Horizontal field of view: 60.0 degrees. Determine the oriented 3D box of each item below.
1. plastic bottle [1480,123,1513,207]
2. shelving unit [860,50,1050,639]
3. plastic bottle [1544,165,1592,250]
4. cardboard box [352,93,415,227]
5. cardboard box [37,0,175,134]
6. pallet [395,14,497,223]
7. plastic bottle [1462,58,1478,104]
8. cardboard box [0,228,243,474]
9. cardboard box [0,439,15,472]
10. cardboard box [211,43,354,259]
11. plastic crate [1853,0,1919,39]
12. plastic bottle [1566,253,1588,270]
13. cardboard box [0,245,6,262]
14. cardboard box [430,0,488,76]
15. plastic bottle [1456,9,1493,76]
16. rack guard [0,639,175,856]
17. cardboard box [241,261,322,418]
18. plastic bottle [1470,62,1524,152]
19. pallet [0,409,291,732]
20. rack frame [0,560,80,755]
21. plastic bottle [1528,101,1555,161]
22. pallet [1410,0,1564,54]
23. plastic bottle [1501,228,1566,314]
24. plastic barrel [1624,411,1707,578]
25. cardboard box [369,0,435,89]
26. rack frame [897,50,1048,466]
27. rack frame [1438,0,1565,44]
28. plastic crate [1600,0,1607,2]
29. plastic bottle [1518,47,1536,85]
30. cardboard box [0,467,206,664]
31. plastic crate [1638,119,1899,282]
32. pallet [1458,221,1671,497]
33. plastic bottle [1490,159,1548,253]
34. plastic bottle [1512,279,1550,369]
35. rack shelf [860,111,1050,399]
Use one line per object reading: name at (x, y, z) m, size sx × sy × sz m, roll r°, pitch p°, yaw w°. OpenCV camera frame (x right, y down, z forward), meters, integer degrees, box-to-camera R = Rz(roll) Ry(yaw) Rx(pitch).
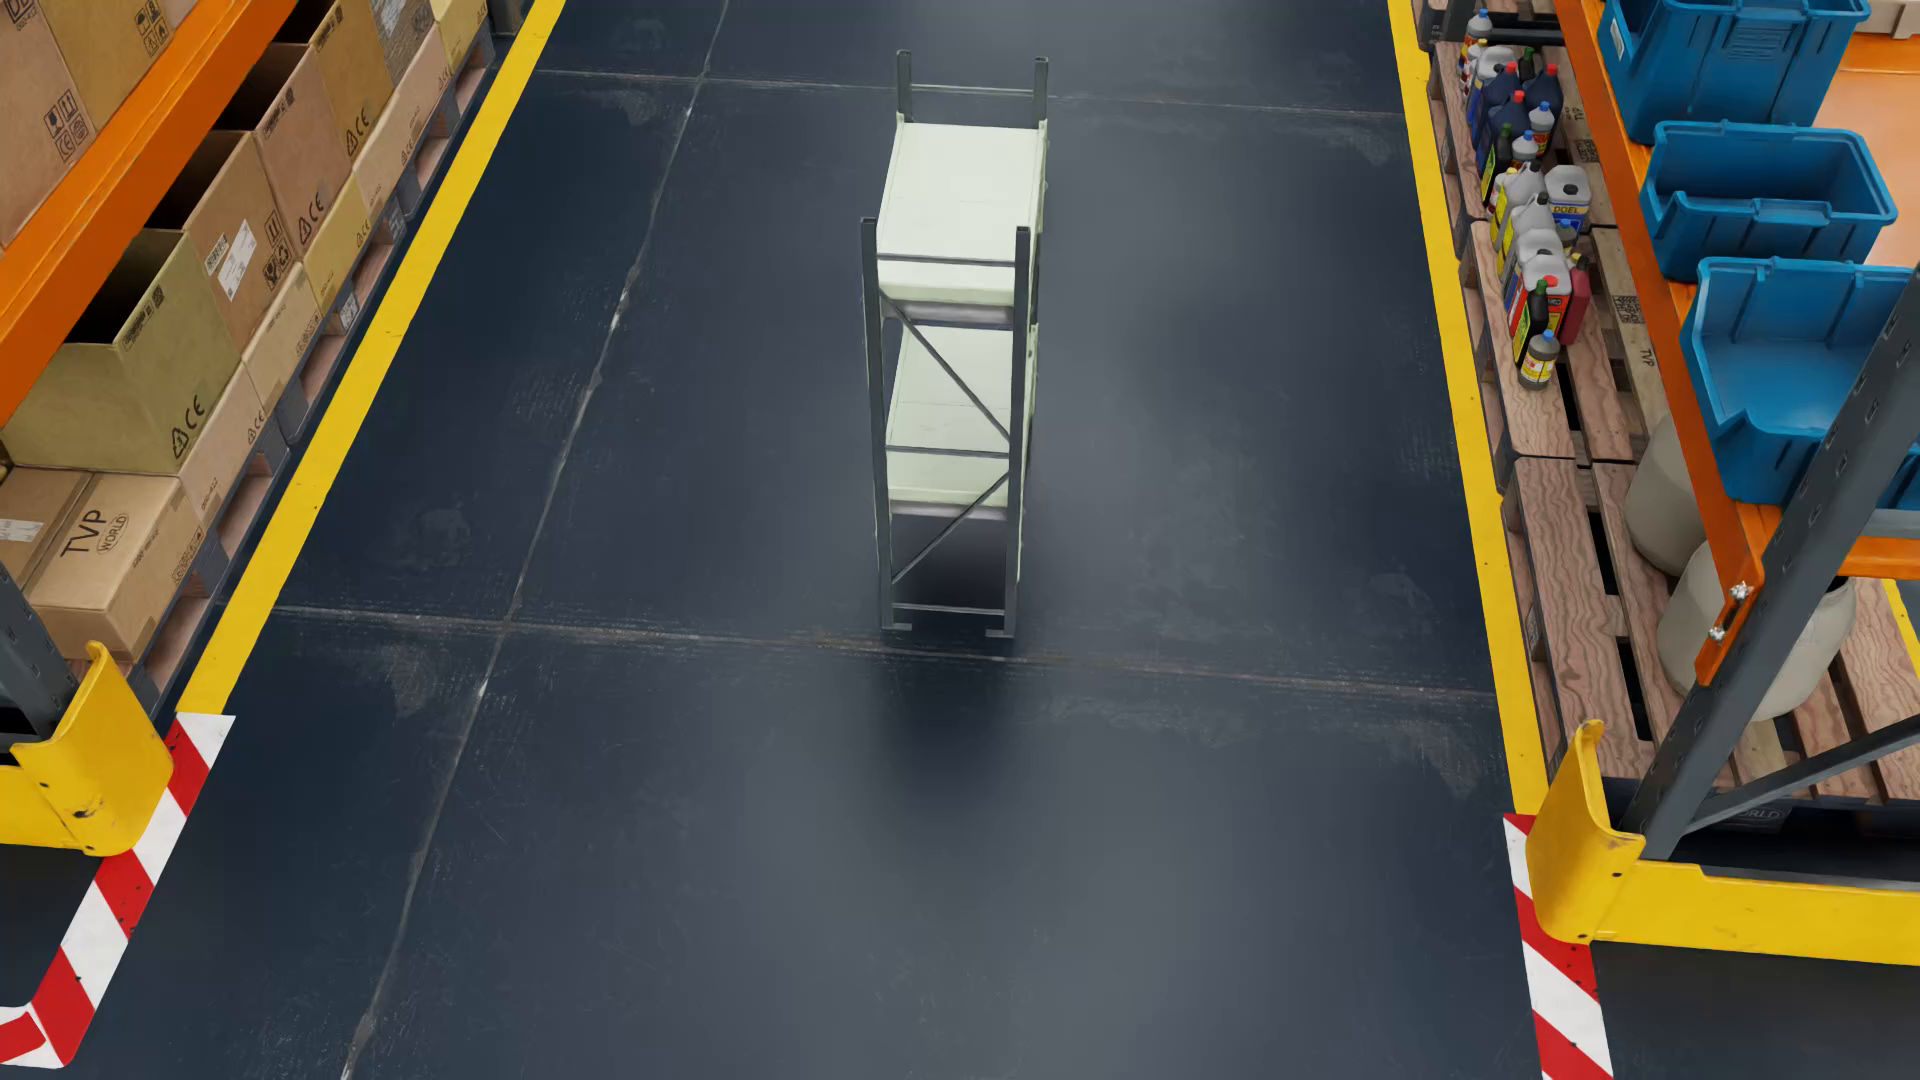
plastic bottle at (1.943, -1.354, 5.998) m, size 0.061 × 0.283 × 0.133 m, roll 6°, pitch 48°, yaw 5°
shelving unit at (-0.001, -0.501, 4.692) m, size 0.431 × 1.500 × 0.755 m, roll 4°, pitch 48°, yaw 4°
plastic bottle at (2.110, -1.166, 5.831) m, size 0.152 × 0.276 × 0.135 m, roll 4°, pitch 48°, yaw 4°
cardboard box at (-2.340, -1.403, 6.080) m, size 0.500 × 0.250 × 0.500 m, roll 4°, pitch 48°, yaw 4°
cardboard box at (-2.644, -1.467, 4.492) m, size 0.700 × 0.500 × 0.500 m, roll 4°, pitch 48°, yaw 4°
pallet at (-2.543, -1.758, 6.714) m, size 1.003 × 0.211 × 1.213 m, roll 4°, pitch 48°, yaw 4°
plastic bottle at (2.019, -1.794, 6.457) m, size 0.097 × 0.201 × 0.097 m, roll 0°, pitch 48°, yaw 0°
cardboard box at (-2.480, -0.554, 4.795) m, size 0.500 × 0.500 × 0.500 m, roll 4°, pitch 48°, yaw 4°
cardboard box at (-3.005, -0.337, 5.104) m, size 0.500 × 0.250 × 0.500 m, roll 4°, pitch 48°, yaw 4°
cardboard box at (-2.384, -1.289, 5.467) m, size 0.500 × 0.500 × 0.500 m, roll 4°, pitch 48°, yaw 4°
plastic crate at (2.608, -1.645, 4.901) m, size 0.530 × 0.136 × 0.437 m, roll 4°, pitch 48°, yaw 4°
plastic bottle at (2.058, -0.879, 5.619) m, size 0.097 × 0.201 × 0.097 m, roll 0°, pitch 48°, yaw 0°
cardboard box at (-2.738, -0.717, 3.805) m, size 0.700 × 0.500 × 0.500 m, roll 4°, pitch 48°, yaw 4°
cardboard box at (-2.254, -2.138, 6.752) m, size 0.500 × 0.250 × 0.500 m, roll 4°, pitch 48°, yaw 4°
plastic bottle at (2.038, -1.967, 6.567) m, size 0.097 × 0.271 × 0.097 m, roll 0°, pitch 48°, yaw 0°
rack guard at (-2.796, 0.520, 4.435) m, size 1.175 × 0.500 × 0.348 m, roll 4°, pitch 48°, yaw 4°
cardboard box at (-2.435, -0.669, 5.408) m, size 0.500 × 0.250 × 0.500 m, roll 4°, pitch 48°, yaw 4°
plastic bottle at (2.017, -1.634, 6.208) m, size 0.144 × 0.351 × 0.185 m, roll 5°, pitch 48°, yaw 5°
pallet at (-2.766, 0.035, 5.074) m, size 1.003 × 0.211 × 1.213 m, roll 4°, pitch 48°, yaw 4°
rack frame at (-2.794, -0.341, 3.529) m, size 1.000 × 3.000 × 0.127 m, roll 4°, pitch 48°, yaw 4°
plastic bottle at (2.124, -1.492, 6.133) m, size 0.097 × 0.271 × 0.097 m, roll 0°, pitch 48°, yaw 0°
pallet at (2.536, -2.583, 7.469) m, size 1.003 × 0.211 × 1.213 m, roll 4°, pitch 48°, yaw 4°
plastic bottle at (1.932, -0.899, 5.587) m, size 0.152 × 0.276 × 0.135 m, roll 3°, pitch 48°, yaw 2°
plastic barrel at (2.168, -0.164, 4.769) m, size 0.421 × 0.512 × 0.421 m, roll 0°, pitch 48°, yaw 0°
cardboard box at (-2.311, -2.025, 6.140) m, size 0.500 × 0.500 × 0.500 m, roll 4°, pitch 48°, yaw 4°
rack frame at (0.033, -0.770, 4.938) m, size 0.400 × 1.500 × 0.023 m, roll 4°, pitch 48°, yaw 4°
rack frame at (2.503, -2.944, 5.910) m, size 1.000 × 3.000 × 0.127 m, roll 4°, pitch 48°, yaw 4°
plastic crate at (2.099, -1.894, 5.093) m, size 0.450 × 0.188 × 0.662 m, roll 4°, pitch 48°, yaw 4°
plastic bottle at (2.142, -1.725, 6.338) m, size 0.061 × 0.283 × 0.133 m, roll 4°, pitch 48°, yaw 4°
cardboard box at (-2.523, 0.066, 4.735) m, size 0.500 × 0.250 × 0.500 m, roll 4°, pitch 48°, yaw 4°
plastic crate at (1.951, -0.820, 4.068) m, size 0.499 × 0.251 × 0.408 m, roll 4°, pitch 48°, yaw 4°
pallet at (2.292, -0.614, 5.668) m, size 1.003 × 0.211 × 1.213 m, roll 4°, pitch 48°, yaw 4°
plastic bottle at (1.961, -1.182, 5.796) m, size 0.144 × 0.351 × 0.185 m, roll 4°, pitch 48°, yaw 3°
plastic bottle at (1.862, -0.703, 5.403) m, size 0.061 × 0.283 × 0.133 m, roll 5°, pitch 48°, yaw 4°
rack shelf at (-0.001, -0.765, 4.404) m, size 0.431 × 0.370 × 0.720 m, roll 4°, pitch 48°, yaw 4°
